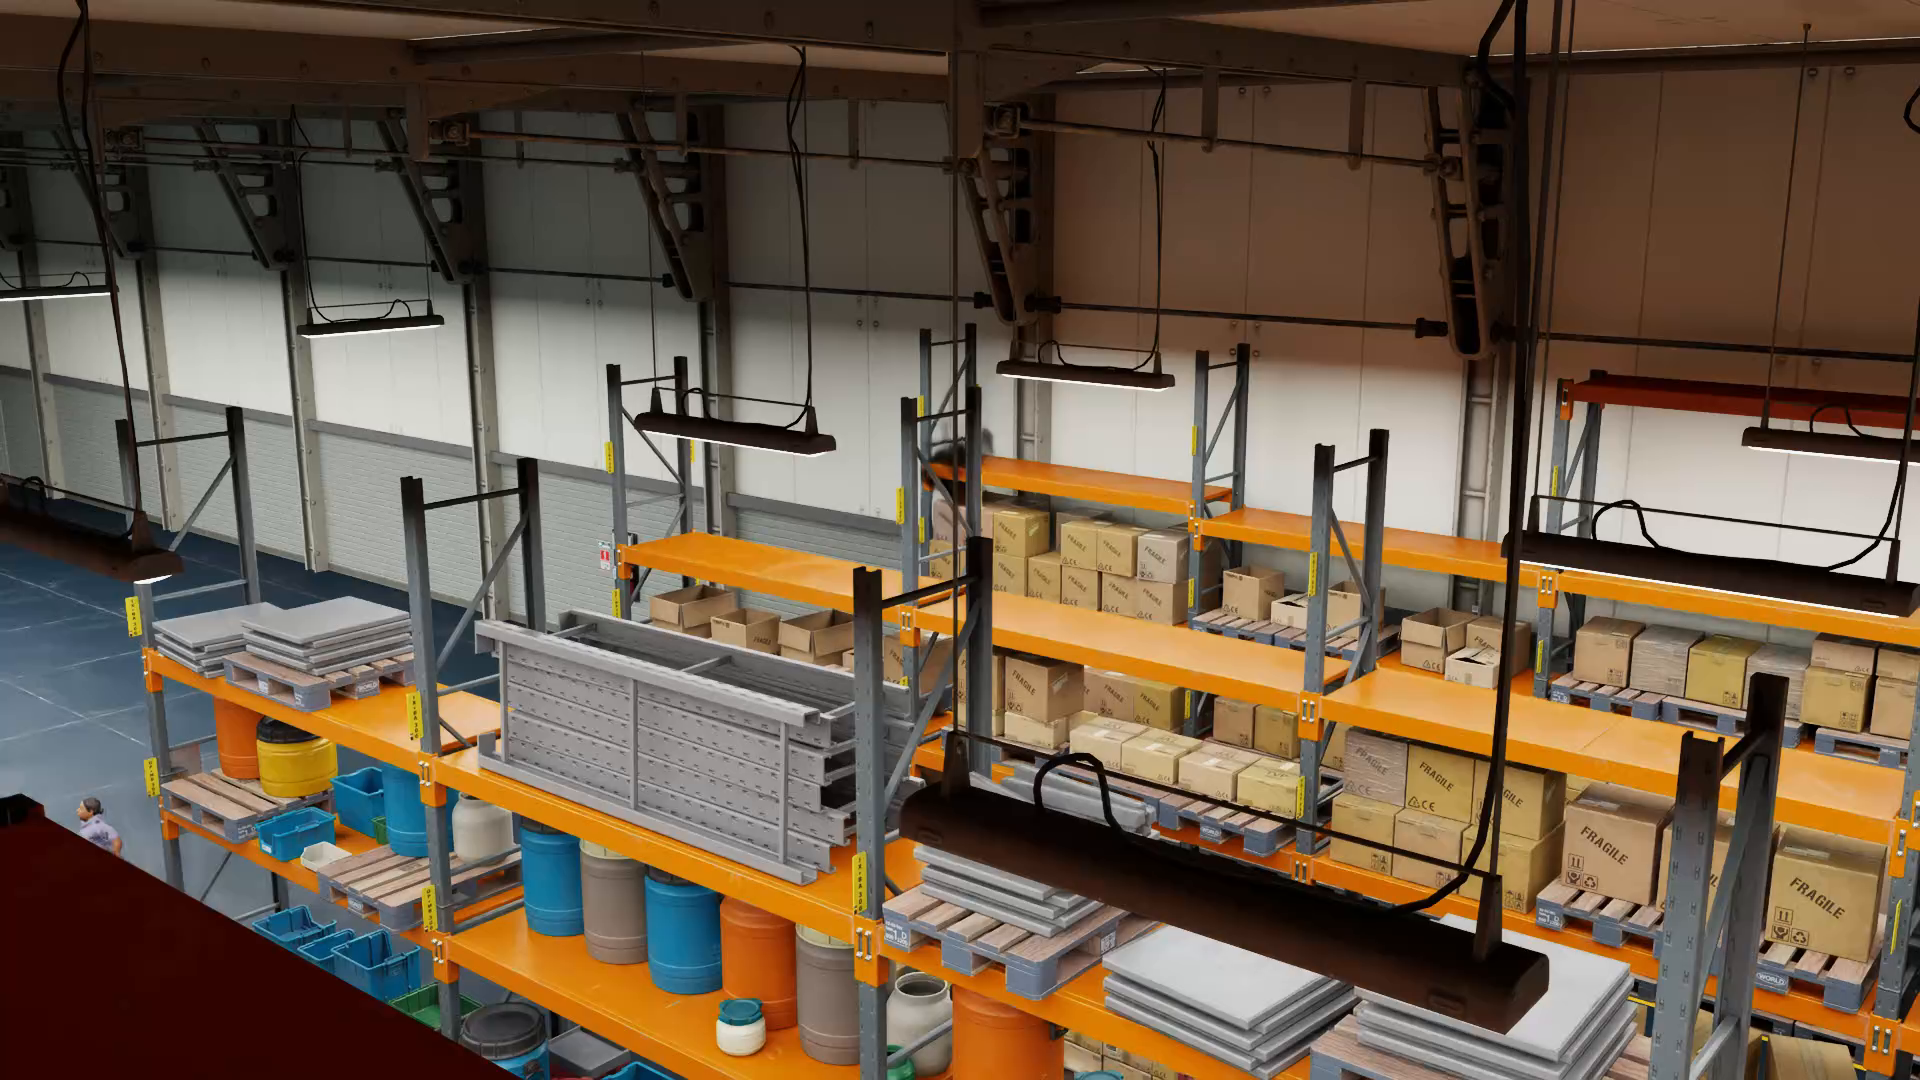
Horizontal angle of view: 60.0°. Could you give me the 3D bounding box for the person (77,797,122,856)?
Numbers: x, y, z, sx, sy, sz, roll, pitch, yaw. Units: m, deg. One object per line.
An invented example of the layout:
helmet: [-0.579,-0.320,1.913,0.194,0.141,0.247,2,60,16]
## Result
person: [-8.939,3.463,17.266,0.703,1.679,0.592,-5,14,-23]
